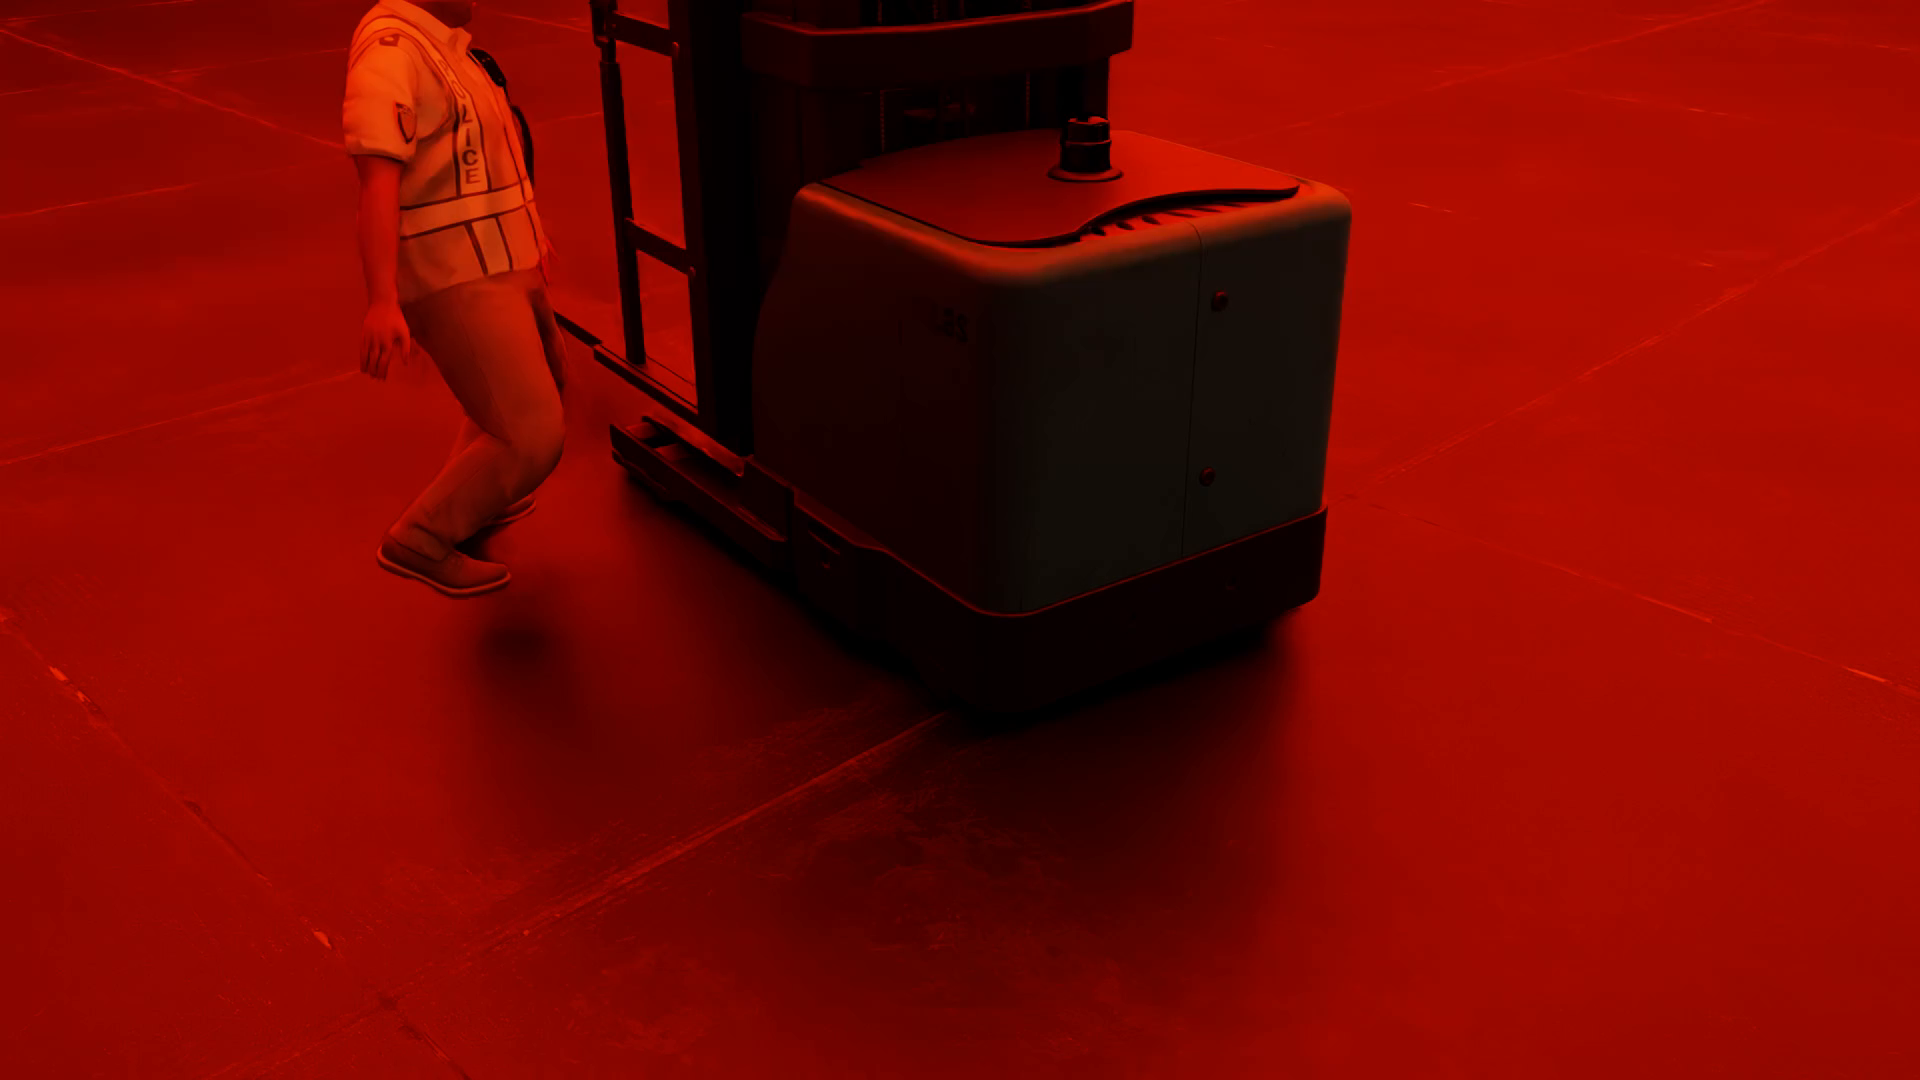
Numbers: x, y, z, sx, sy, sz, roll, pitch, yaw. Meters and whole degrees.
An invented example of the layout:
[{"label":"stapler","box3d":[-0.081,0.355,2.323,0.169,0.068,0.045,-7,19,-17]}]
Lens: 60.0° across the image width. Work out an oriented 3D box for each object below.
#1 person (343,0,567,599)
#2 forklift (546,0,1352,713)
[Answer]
[{"label":"person","box3d":[-1.198,-0.657,4.022,0.514,1.663,0.918,0,26,0]},{"label":"forklift","box3d":[-0.371,-1.534,4.342,1.130,2.935,3.031,-17,31,-31]}]
